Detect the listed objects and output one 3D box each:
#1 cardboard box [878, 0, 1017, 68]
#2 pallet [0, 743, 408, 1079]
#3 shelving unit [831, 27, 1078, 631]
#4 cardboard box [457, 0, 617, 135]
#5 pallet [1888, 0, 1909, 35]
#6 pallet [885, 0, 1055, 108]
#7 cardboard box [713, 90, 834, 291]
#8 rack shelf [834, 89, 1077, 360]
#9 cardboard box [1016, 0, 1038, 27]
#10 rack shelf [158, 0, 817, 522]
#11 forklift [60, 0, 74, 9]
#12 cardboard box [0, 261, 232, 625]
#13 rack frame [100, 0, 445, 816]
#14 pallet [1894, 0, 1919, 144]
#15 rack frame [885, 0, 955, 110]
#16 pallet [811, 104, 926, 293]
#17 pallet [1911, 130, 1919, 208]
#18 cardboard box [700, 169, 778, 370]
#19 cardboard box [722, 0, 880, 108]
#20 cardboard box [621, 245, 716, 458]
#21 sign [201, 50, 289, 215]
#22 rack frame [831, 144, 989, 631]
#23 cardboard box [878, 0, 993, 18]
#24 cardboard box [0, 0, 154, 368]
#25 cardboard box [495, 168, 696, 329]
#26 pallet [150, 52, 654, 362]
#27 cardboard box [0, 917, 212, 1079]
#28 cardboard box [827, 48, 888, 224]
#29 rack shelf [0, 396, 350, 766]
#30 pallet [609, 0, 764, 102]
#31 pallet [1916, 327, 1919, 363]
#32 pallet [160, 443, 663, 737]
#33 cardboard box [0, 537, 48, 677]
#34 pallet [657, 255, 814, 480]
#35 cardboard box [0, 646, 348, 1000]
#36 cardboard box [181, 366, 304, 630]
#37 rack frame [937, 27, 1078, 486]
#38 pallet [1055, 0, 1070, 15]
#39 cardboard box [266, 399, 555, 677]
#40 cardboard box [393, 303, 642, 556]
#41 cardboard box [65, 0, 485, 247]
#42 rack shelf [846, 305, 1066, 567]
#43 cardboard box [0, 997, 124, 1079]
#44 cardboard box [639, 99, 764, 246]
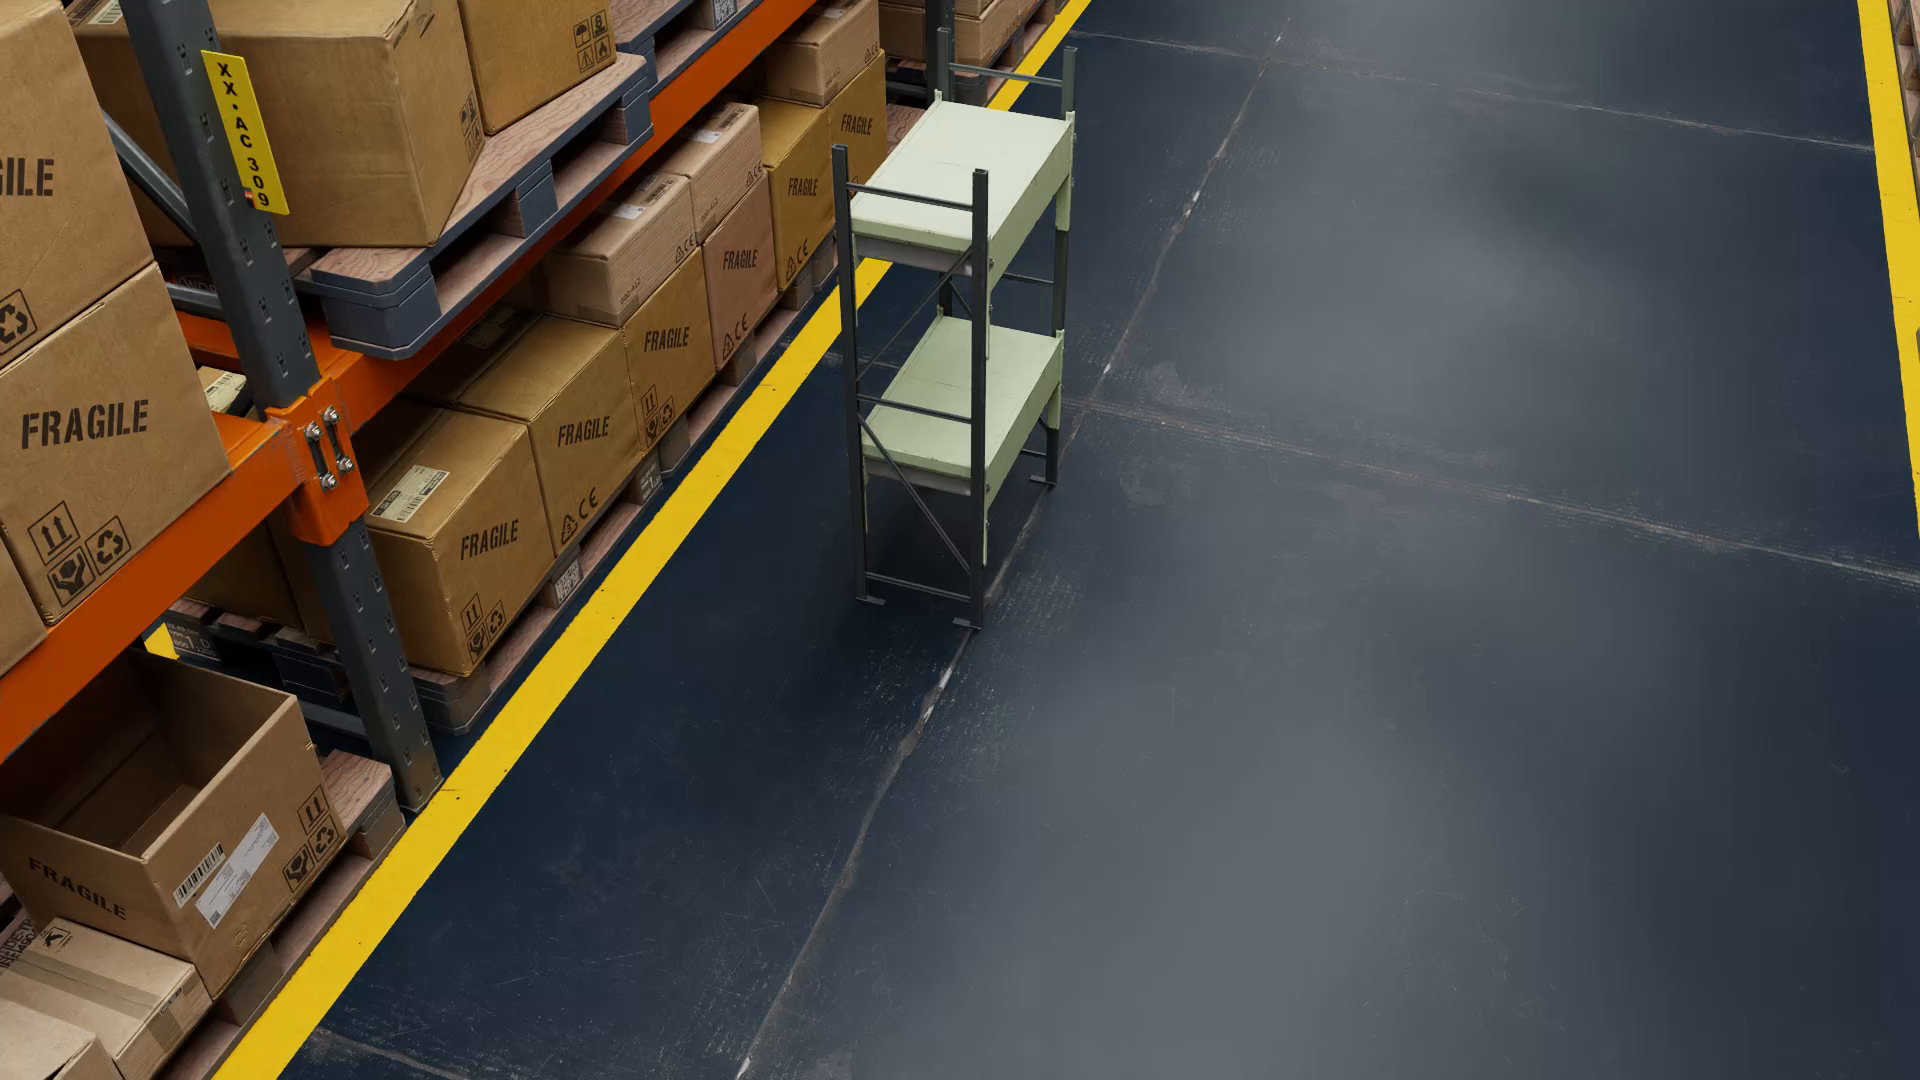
[{"bbox_3d":[-0.057,-2.369,7.510,0.500,0.250,0.500,13,42,15],"label":"cardboard box"},{"bbox_3d":[-2.115,0.919,4.011,1.003,0.211,1.213,13,42,15],"label":"pallet"},{"bbox_3d":[0.002,-0.575,4.768,0.431,1.500,0.755,13,42,15],"label":"shelving unit"},{"bbox_3d":[-1.332,-1.432,4.216,0.700,0.500,0.500,20,44,22],"label":"cardboard box"},{"bbox_3d":[5.247,-2.807,8.378,1.003,0.211,1.213,13,42,15],"label":"pallet"},{"bbox_3d":[-0.194,-2.433,7.939,1.003,0.211,1.213,13,42,15],"label":"pallet"},{"bbox_3d":[-0.788,-1.279,6.025,0.500,0.500,0.500,12,42,14],"label":"cardboard box"},{"bbox_3d":[0.002,-0.872,4.515,0.431,0.370,0.720,13,42,15],"label":"rack shelf"},{"bbox_3d":[0.114,-2.675,7.870,0.500,0.250,0.500,12,42,14],"label":"cardboard box"},{"bbox_3d":[-1.196,-1.507,5.260,1.077,0.370,4.000,13,42,15],"label":"rack shelf"},{"bbox_3d":[-2.855,-1.829,5.135,1.130,2.935,3.031,14,42,16],"label":"forklift"},{"bbox_3d":[-1.810,-0.237,3.140,0.500,0.500,0.500,14,42,16],"label":"cardboard box"},{"bbox_3d":[-1.880,-0.561,3.596,1.000,3.000,0.127,13,42,15],"label":"rack frame"},{"bbox_3d":[4.832,-2.061,7.503,1.003,0.211,1.213,13,42,15],"label":"pallet"},{"bbox_3d":[-0.512,-3.001,6.456,1.000,3.000,0.127,13,42,15],"label":"rack frame"},{"bbox_3d":[-0.803,-1.493,6.837,1.003,0.211,1.213,13,42,15],"label":"pallet"},{"bbox_3d":[4.413,-1.319,6.633,1.003,0.211,1.213,13,42,15],"label":"pallet"},{"bbox_3d":[-0.962,-0.958,5.648,0.500,0.500,0.500,12,42,13],"label":"cardboard box"},{"bbox_3d":[-0.626,-1.845,6.110,0.500,0.250,0.500,15,43,17],"label":"cardboard box"},{"bbox_3d":[-1.135,-0.649,5.287,0.500,0.500,0.500,14,42,16],"label":"cardboard box"},{"bbox_3d":[-1.367,-0.775,3.180,0.100,0.325,0.005,13,42,15],"label":"sign"},{"bbox_3d":[-0.123,-0.351,4.506,0.400,1.500,0.023,13,42,15],"label":"rack frame"},{"bbox_3d":[-0.057,-2.582,7.328,0.500,0.311,0.500,15,43,17],"label":"cardboard box"},{"bbox_3d":[-1.809,-0.614,2.811,0.500,0.500,0.500,14,42,15],"label":"cardboard box"},{"bbox_3d":[-1.143,-0.914,5.019,0.500,0.250,0.500,13,42,15],"label":"cardboard box"},{"bbox_3d":[-1.504,-0.951,4.202,1.003,0.211,1.213,13,42,15],"label":"pallet"},{"bbox_3d":[-1.880,1.009,3.614,0.380,0.149,0.250,13,42,15],"label":"cardboard box"},{"bbox_3d":[-0.611,-1.595,6.395,0.500,0.500,0.500,15,43,17],"label":"cardboard box"},{"bbox_3d":[-2.564,0.932,2.400,1.077,0.370,4.000,13,42,15],"label":"rack shelf"},{"bbox_3d":[-1.173,-1.741,5.127,1.003,0.211,1.213,13,42,15],"label":"pallet"},{"bbox_3d":[3.804,-0.379,5.531,1.003,0.211,1.213,13,42,15],"label":"pallet"},{"bbox_3d":[-1.637,-0.005,5.093,1.003,0.211,1.213,13,42,15],"label":"pallet"},{"bbox_3d":[-1.985,0.078,2.771,0.500,0.500,0.500,14,43,16],"label":"cardboard box"},{"bbox_3d":[-1.222,-0.751,5.968,1.003,0.211,1.213,13,42,15],"label":"pallet"},{"bbox_3d":[-1.808,0.633,3.784,0.500,0.500,0.500,13,42,15],"label":"cardboard box"},{"bbox_3d":[-1.980,-0.142,4.692,0.500,0.500,0.500,13,42,15],"label":"cardboard box"},{"bbox_3d":[0.127,-0.798,5.030,0.400,1.500,0.023,13,42,15],"label":"rack frame"},{"bbox_3d":[0.225,-3.175,8.809,1.003,0.211,1.213,13,42,15],"label":"pallet"},{"bbox_3d":[-1.485,-0.018,4.547,0.500,0.500,0.500,11,42,13],"label":"cardboard box"},{"bbox_3d":[-1.313,-0.346,4.932,0.500,0.500,0.500,14,42,16],"label":"cardboard box"},{"bbox_3d":[-1.508,-0.998,3.708,0.700,0.500,0.500,0,40,0],"label":"cardboard box"},{"bbox_3d":[0.002,-0.327,4.980,0.431,0.370,0.720,13,42,15],"label":"rack shelf"},{"bbox_3d":[-2.064,1.162,3.309,0.500,0.311,0.500,13,42,15],"label":"cardboard box"},{"bbox_3d":[-0.972,-1.220,5.378,0.500,0.250,0.500,13,42,14],"label":"cardboard box"}]
